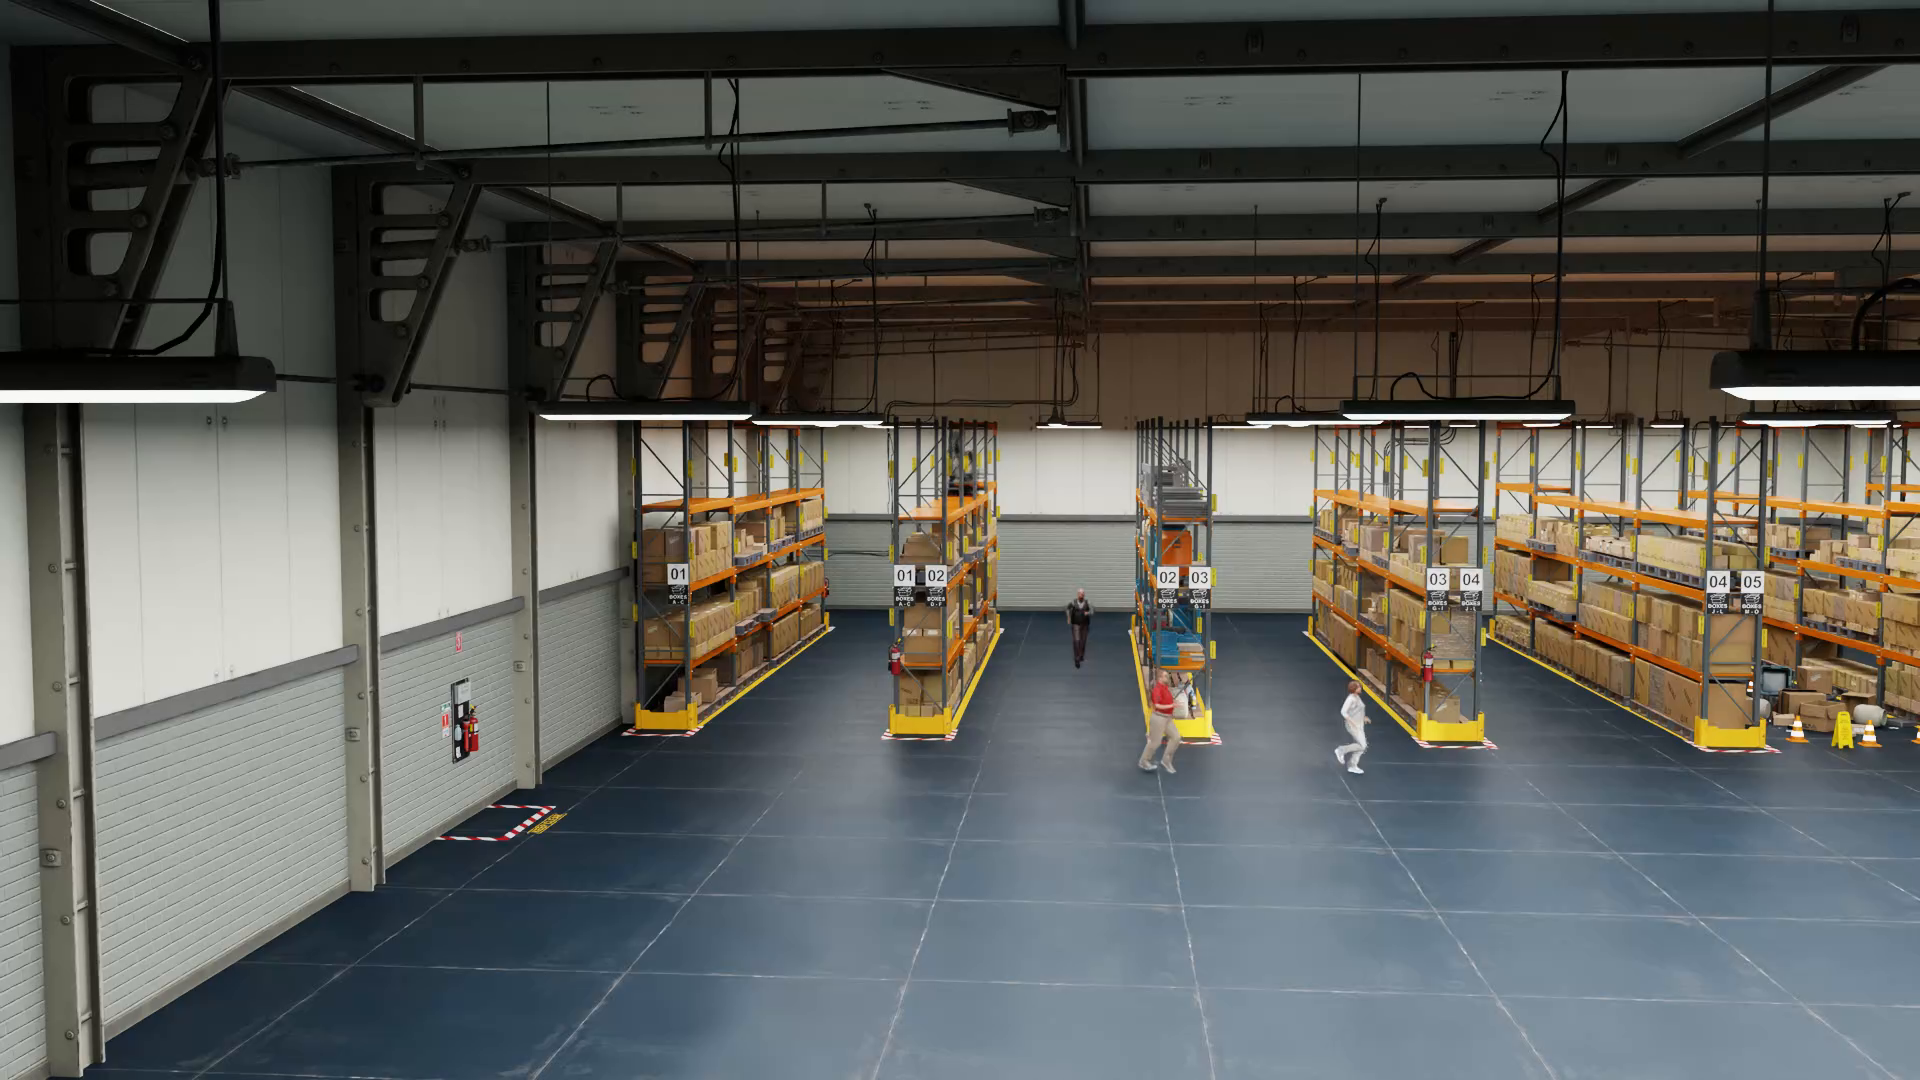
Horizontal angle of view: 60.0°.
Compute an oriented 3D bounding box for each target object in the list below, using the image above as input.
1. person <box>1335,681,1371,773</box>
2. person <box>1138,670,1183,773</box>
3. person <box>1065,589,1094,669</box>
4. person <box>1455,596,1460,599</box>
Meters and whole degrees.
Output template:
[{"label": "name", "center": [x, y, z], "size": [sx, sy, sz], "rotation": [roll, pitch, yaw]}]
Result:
[{"label": "person", "center": [6.594, 3.130, 27.883], "size": [0.547, 1.554, 0.537], "rotation": [2, 4, 31]}, {"label": "person", "center": [3.393, 3.058, 27.855], "size": [0.801, 1.777, 0.611], "rotation": [2, 4, 30]}, {"label": "person", "center": [2.813, 2.055, 38.828], "size": [0.625, 1.834, 0.736], "rotation": [-1, 4, -8]}, {"label": "person", "center": [13.423, 1.913, 44.923], "size": [0.714, 1.759, 0.795], "rotation": [1, 4, 17]}]
